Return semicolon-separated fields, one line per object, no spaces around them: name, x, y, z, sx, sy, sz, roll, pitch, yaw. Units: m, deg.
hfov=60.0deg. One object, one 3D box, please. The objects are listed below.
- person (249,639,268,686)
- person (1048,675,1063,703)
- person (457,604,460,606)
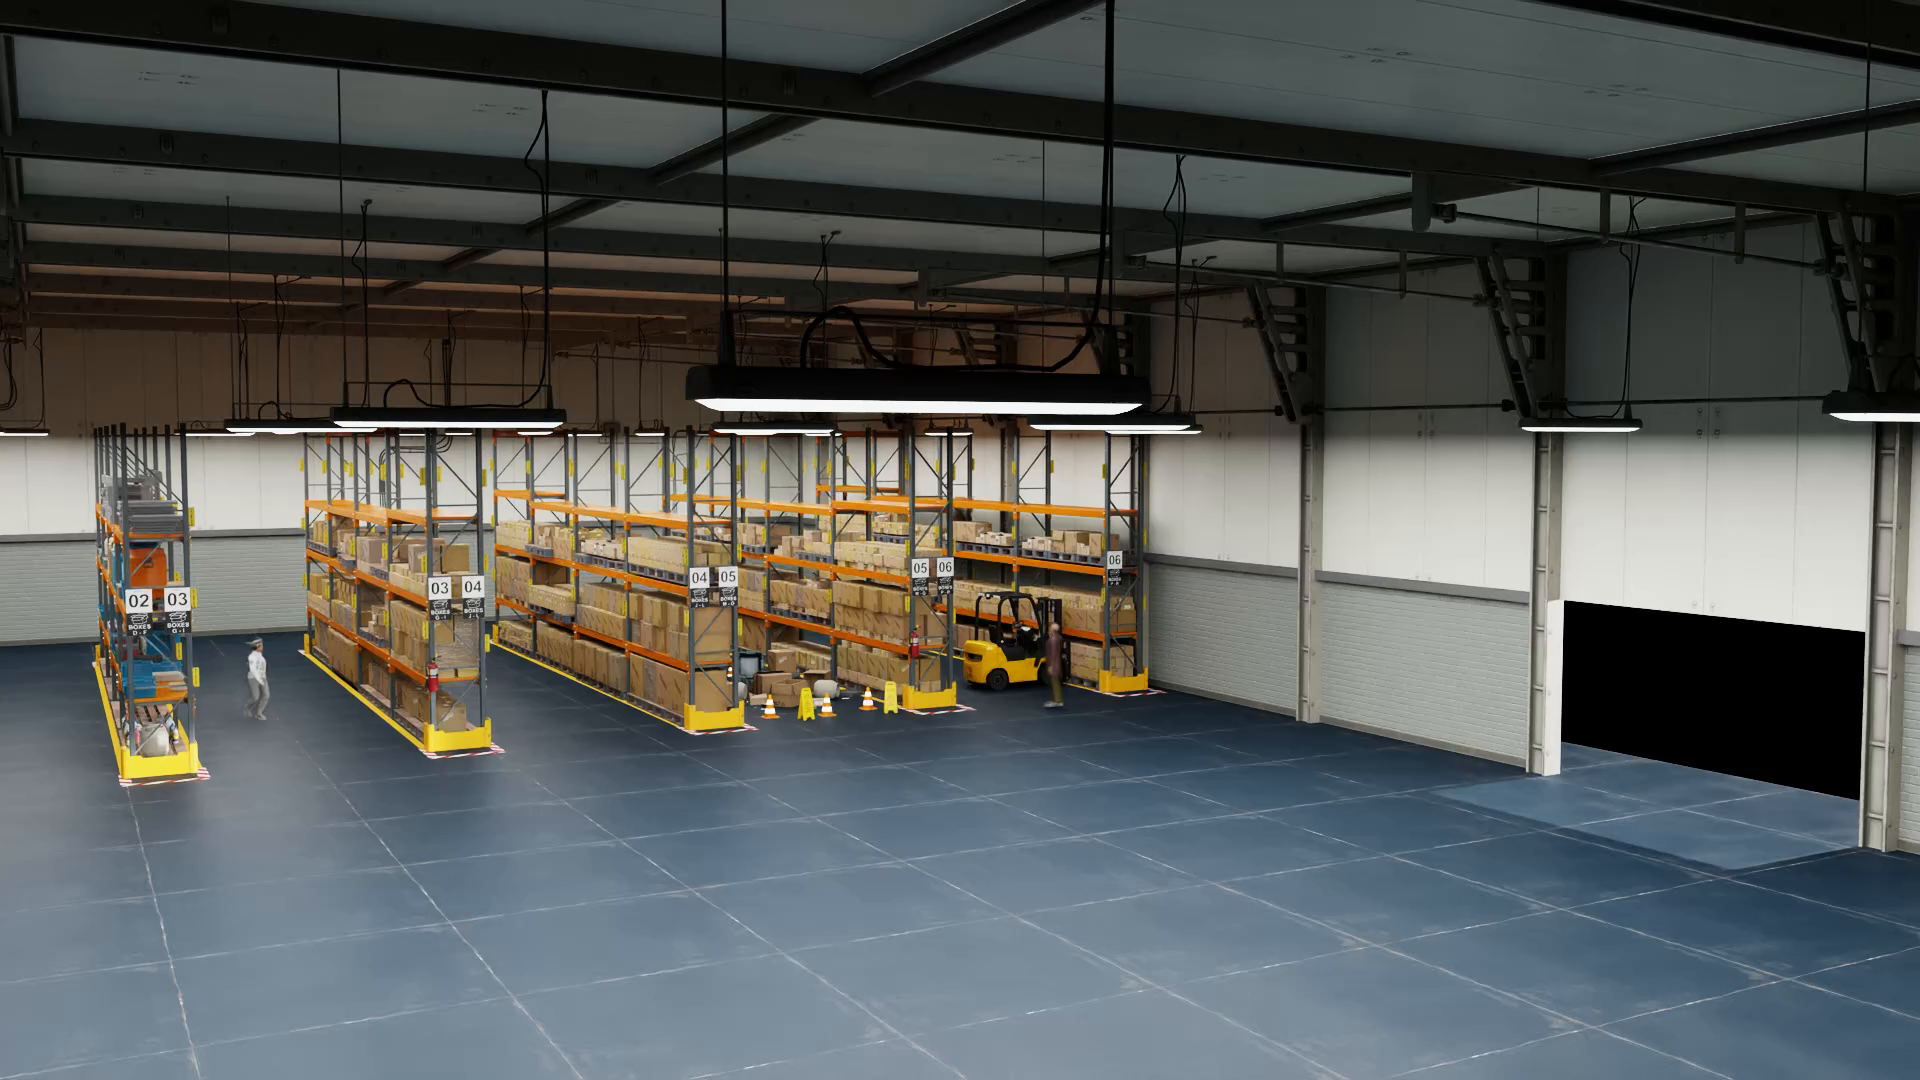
person;-14.311;2.527;33.968;0.560;0.991;0.560;1;4;20
person;2.023;2.978;35.585;0.370;1.001;0.393;0;3;2
person;-14.519;1.953;47.447;0.536;1.795;0.387;-2;4;-28
